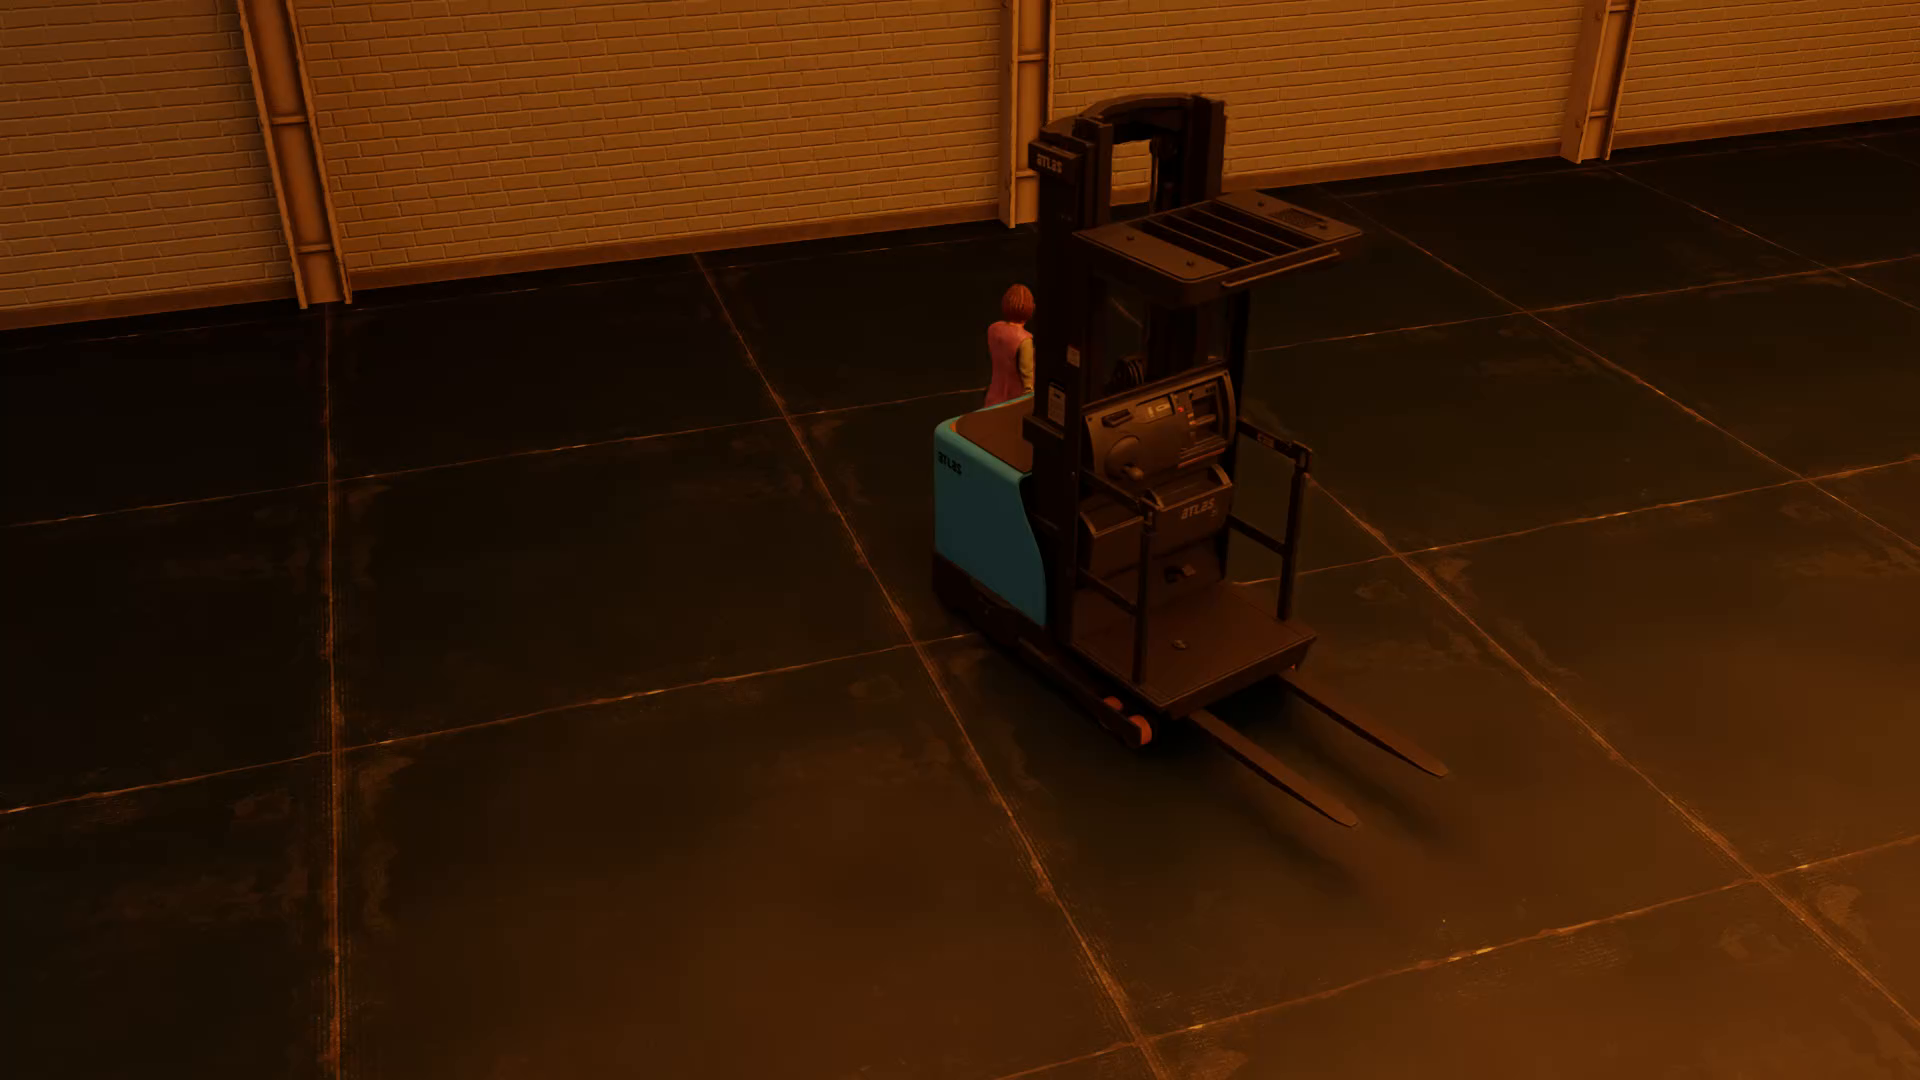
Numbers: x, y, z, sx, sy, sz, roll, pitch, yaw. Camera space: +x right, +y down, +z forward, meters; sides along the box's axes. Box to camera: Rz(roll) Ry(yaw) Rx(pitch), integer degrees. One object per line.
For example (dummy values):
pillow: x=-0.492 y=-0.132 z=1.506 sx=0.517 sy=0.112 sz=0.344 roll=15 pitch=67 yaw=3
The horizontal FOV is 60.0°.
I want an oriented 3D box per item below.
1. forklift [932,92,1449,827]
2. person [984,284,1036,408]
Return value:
forklift: x=1.112 y=-0.515 z=7.982 sx=1.130 sy=2.935 sz=3.031 roll=-20 pitch=35 yaw=-30
person: x=0.422 y=-0.774 z=9.824 sx=0.813 sy=1.538 sz=0.605 roll=-20 pitch=35 yaw=-31
